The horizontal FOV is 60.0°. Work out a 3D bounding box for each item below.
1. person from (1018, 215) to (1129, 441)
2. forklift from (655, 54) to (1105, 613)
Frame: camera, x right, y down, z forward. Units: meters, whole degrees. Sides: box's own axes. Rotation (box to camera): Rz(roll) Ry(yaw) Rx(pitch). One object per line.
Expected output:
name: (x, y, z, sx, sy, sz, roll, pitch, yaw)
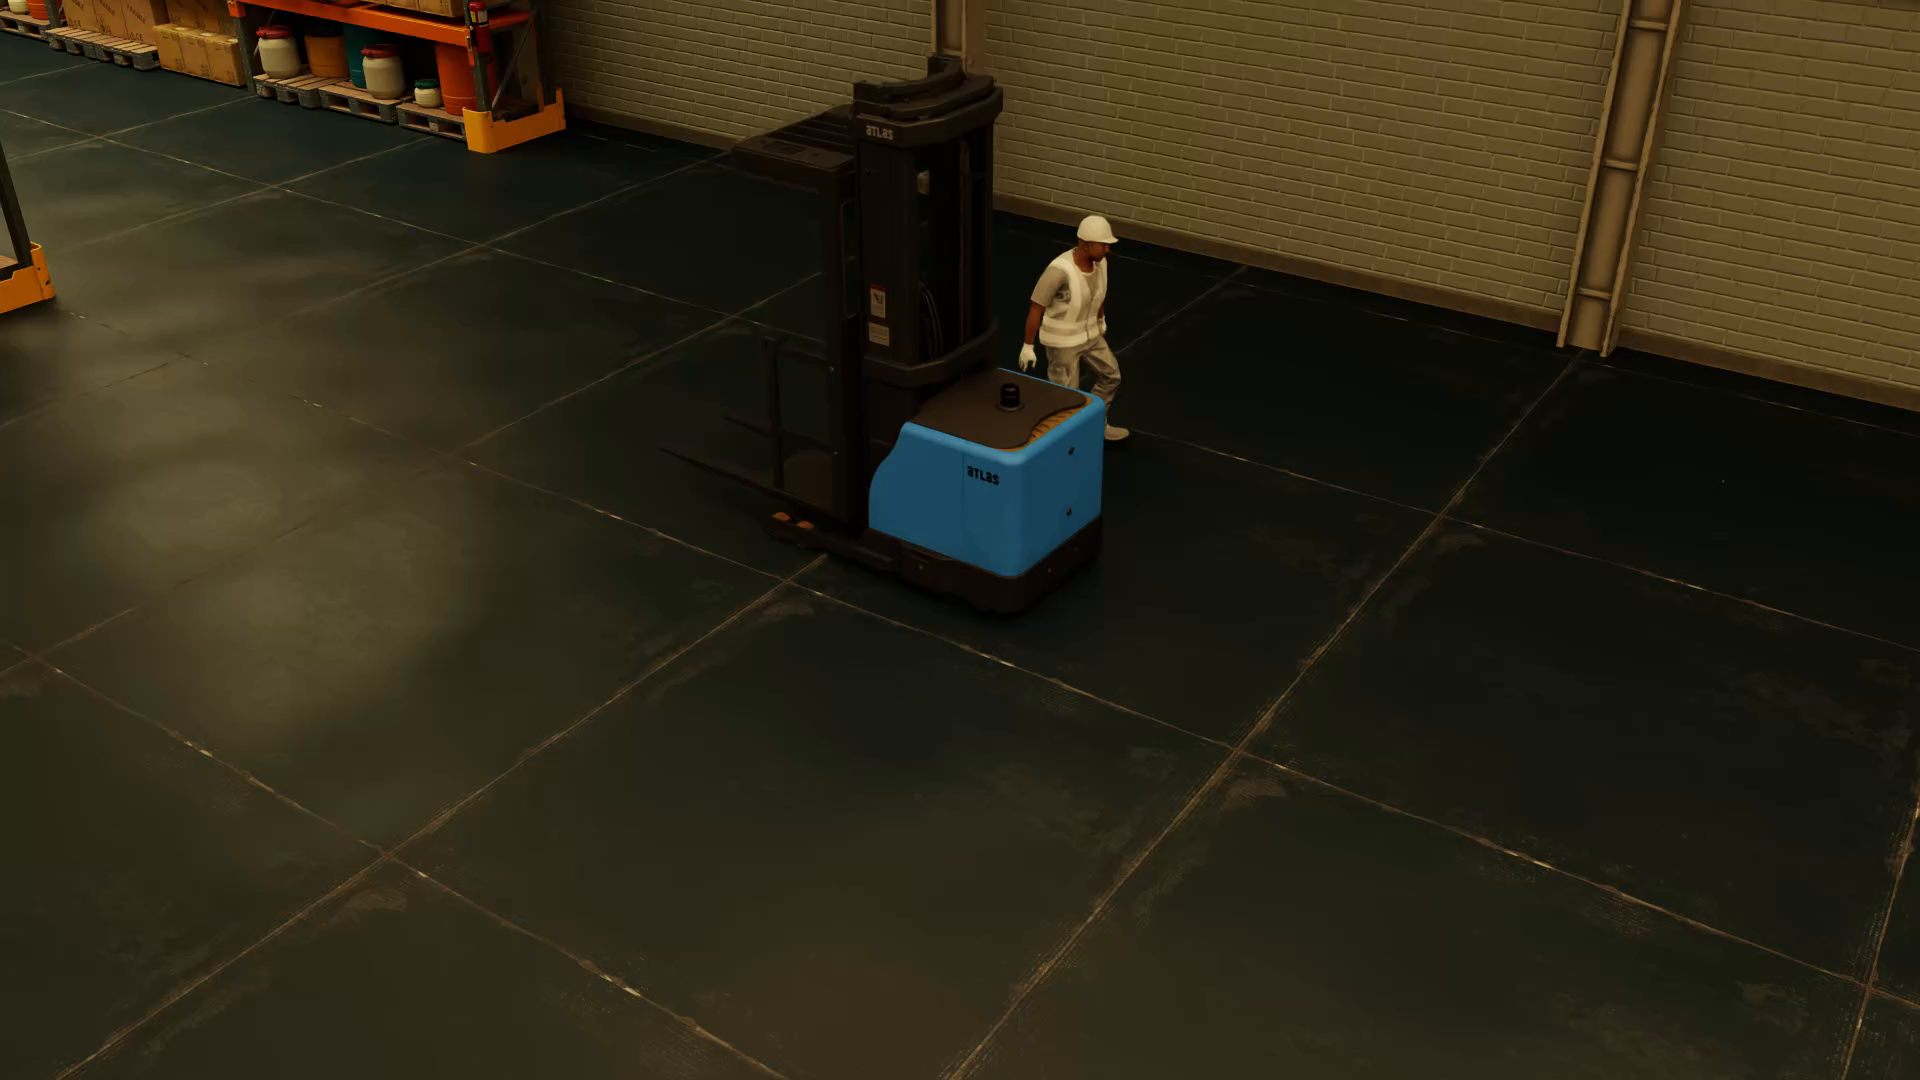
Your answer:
person: (0.793, -1.324, 11.051, 0.457, 1.743, 0.878, 25, 38, 36)
forklift: (-0.622, -1.414, 10.017, 3.031, 2.935, 1.130, 20, 35, 30)
